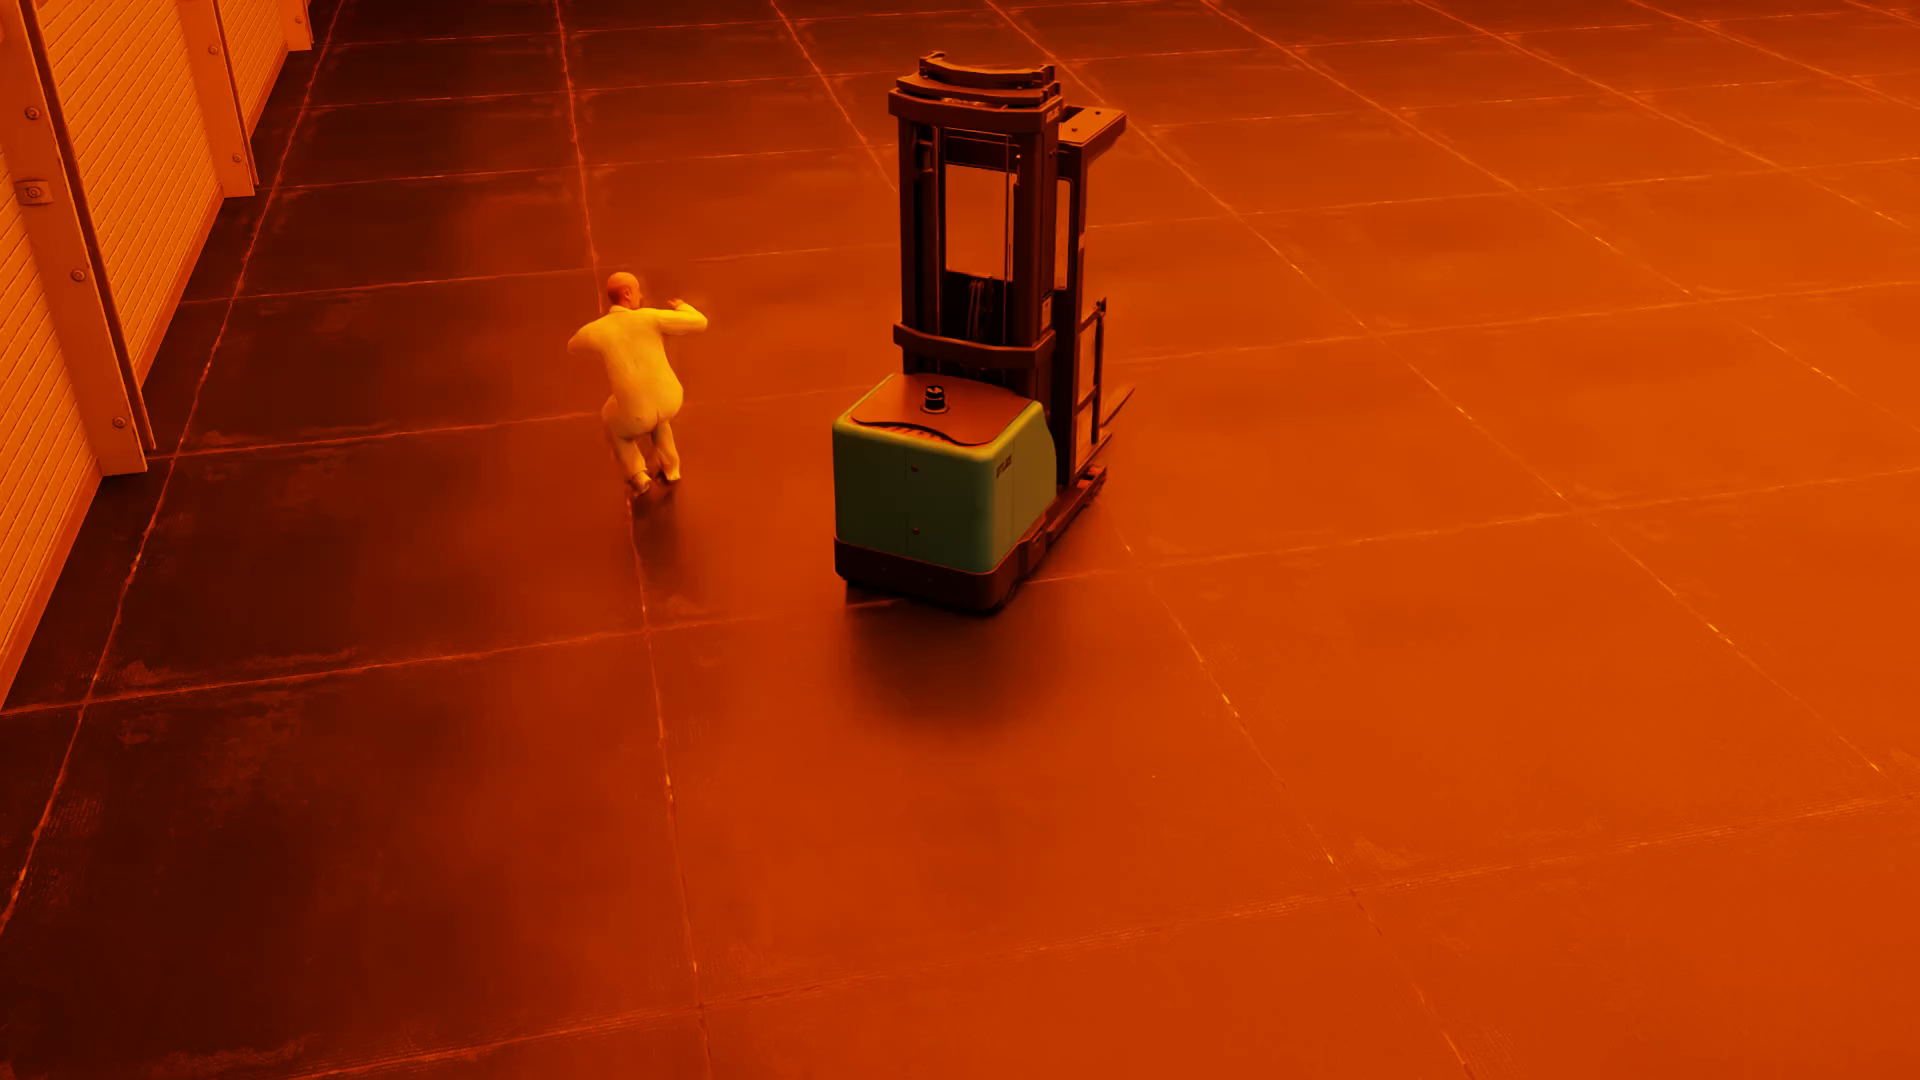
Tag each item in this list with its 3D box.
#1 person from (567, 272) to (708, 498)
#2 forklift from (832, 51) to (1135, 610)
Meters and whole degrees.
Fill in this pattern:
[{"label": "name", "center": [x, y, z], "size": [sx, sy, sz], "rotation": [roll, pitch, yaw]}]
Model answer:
[{"label": "person", "center": [-2.101, -1.069, 10.884], "size": [0.844, 1.503, 0.991], "rotation": [-12, 32, -19]}, {"label": "forklift", "center": [0.325, -1.582, 10.307], "size": [1.130, 2.935, 3.031], "rotation": [13, 33, 21]}]
